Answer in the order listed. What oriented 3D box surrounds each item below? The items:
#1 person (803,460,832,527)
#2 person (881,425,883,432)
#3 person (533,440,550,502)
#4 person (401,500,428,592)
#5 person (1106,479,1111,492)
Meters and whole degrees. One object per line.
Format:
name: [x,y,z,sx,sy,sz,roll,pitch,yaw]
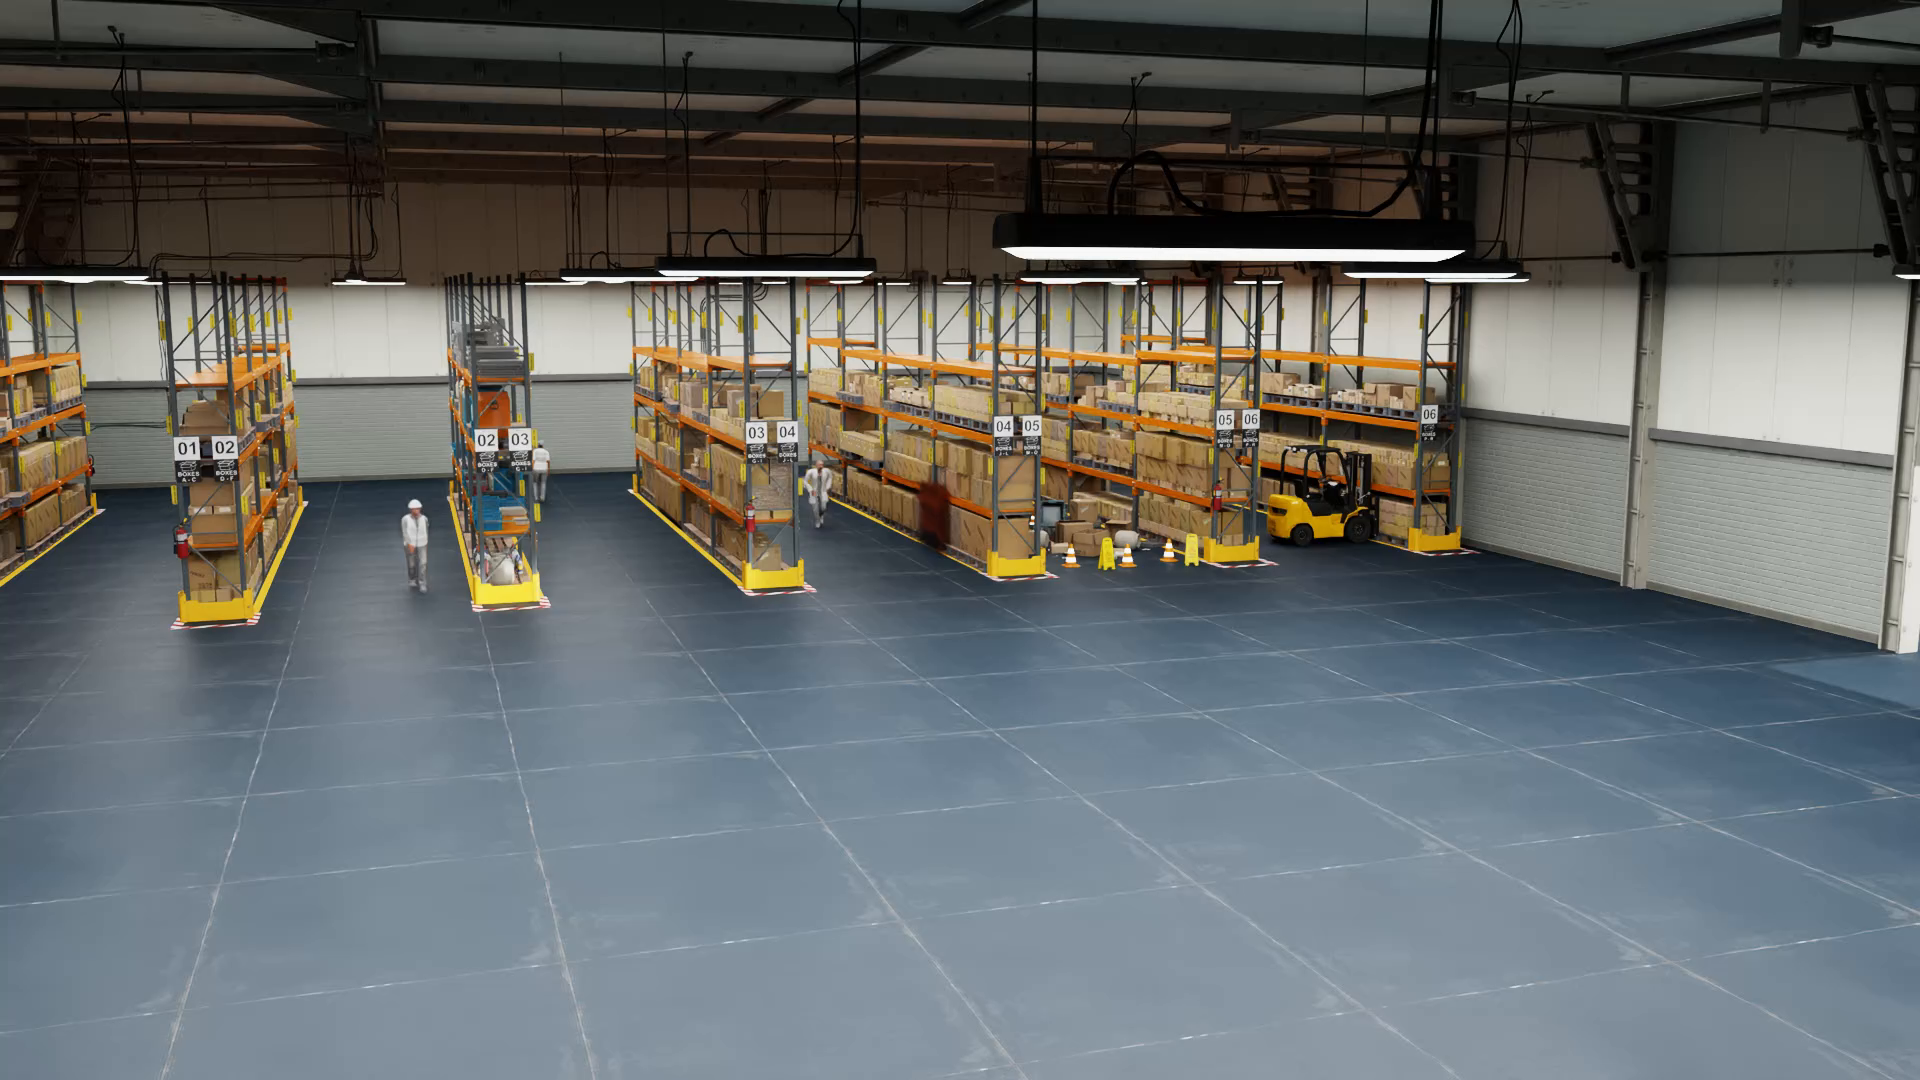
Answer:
person: [-3.415,-1.122,40.017,0.724,1.673,0.697,-2,9,-11]
person: [-2.390,-2.740,50.794,0.432,1.586,0.463,-4,10,-27]
person: [-11.317,-1.822,44.791,0.565,1.728,0.412,-3,9,-17]
person: [-10.358,0.087,31.709,0.524,1.717,0.967,-5,10,-28]
person: [3.999,-2.024,45.868,0.576,1.768,0.393,-8,12,-42]
